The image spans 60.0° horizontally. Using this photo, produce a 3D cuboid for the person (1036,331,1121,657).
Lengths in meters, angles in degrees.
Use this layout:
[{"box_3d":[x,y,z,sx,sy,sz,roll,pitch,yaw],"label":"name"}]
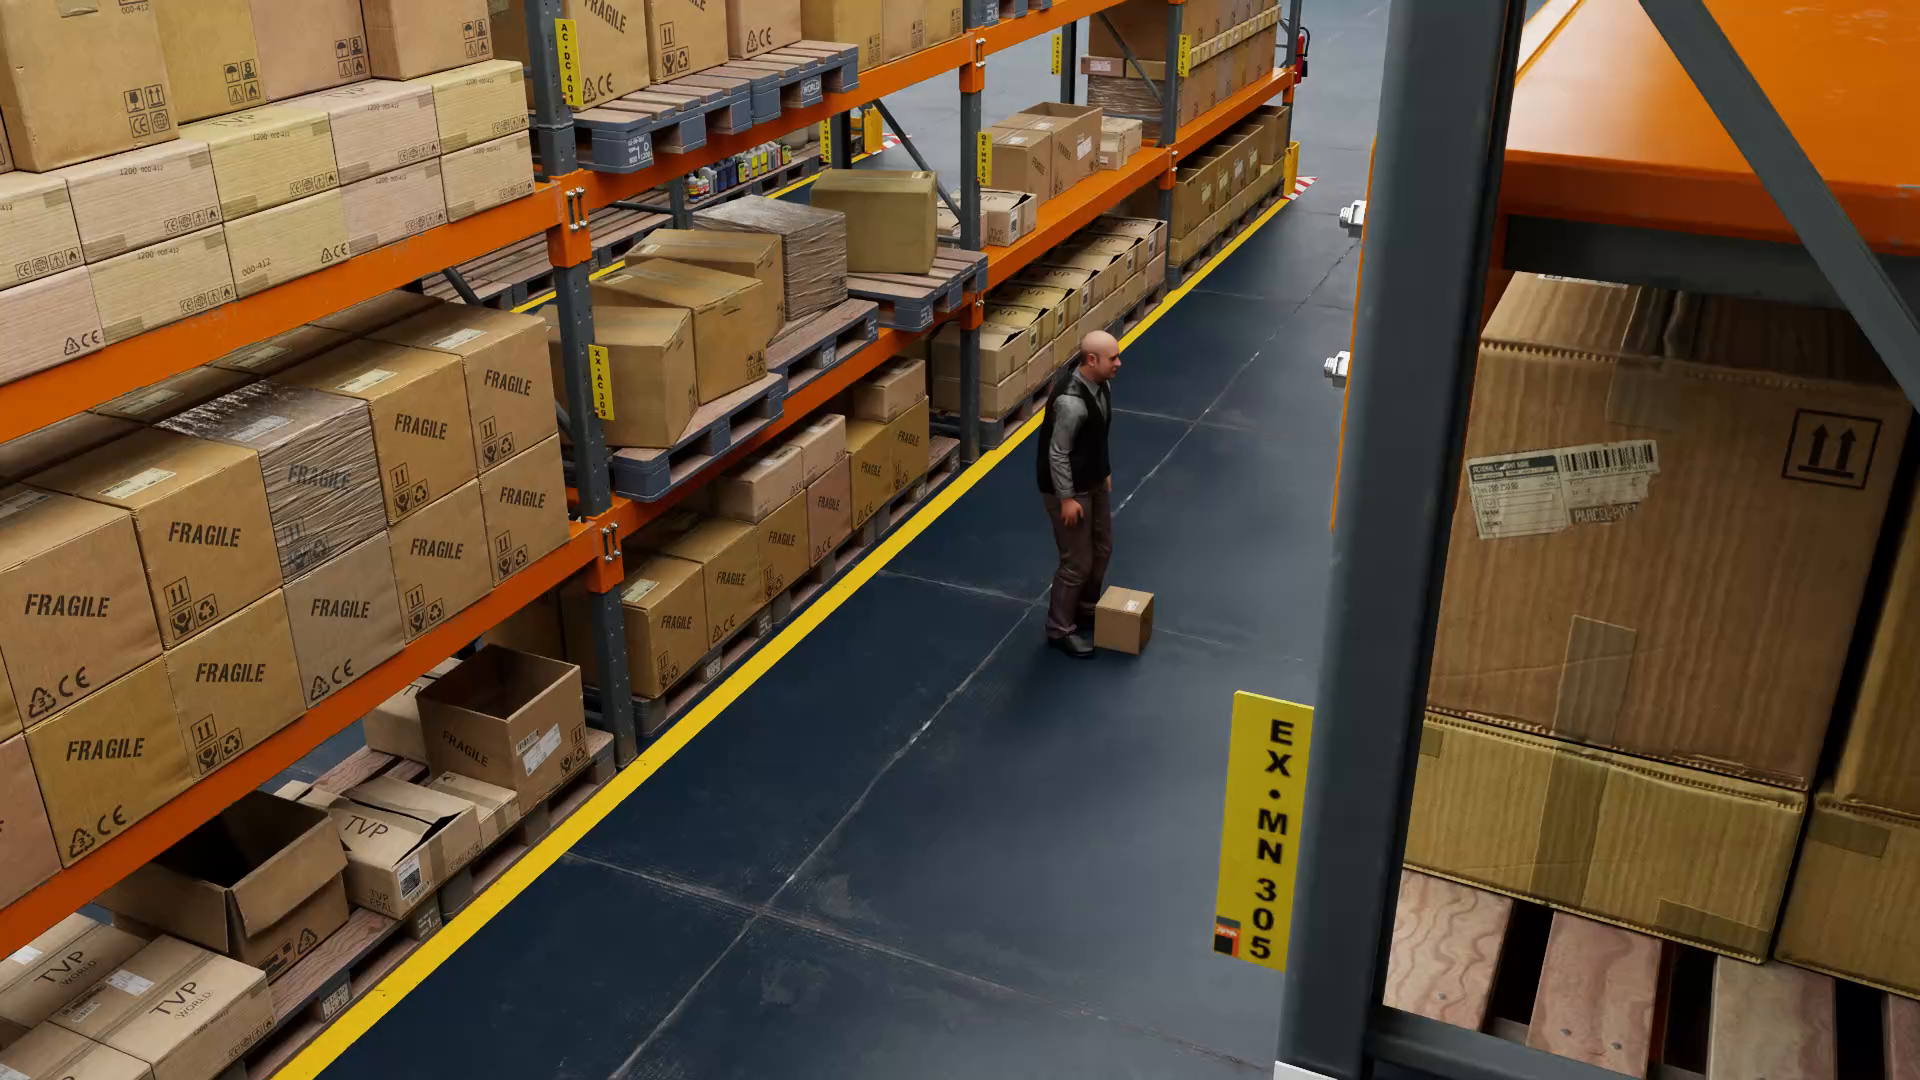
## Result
[{"box_3d":[0.638,-0.225,8.720,0.466,1.617,0.580,11,28,22],"label":"person"}]
